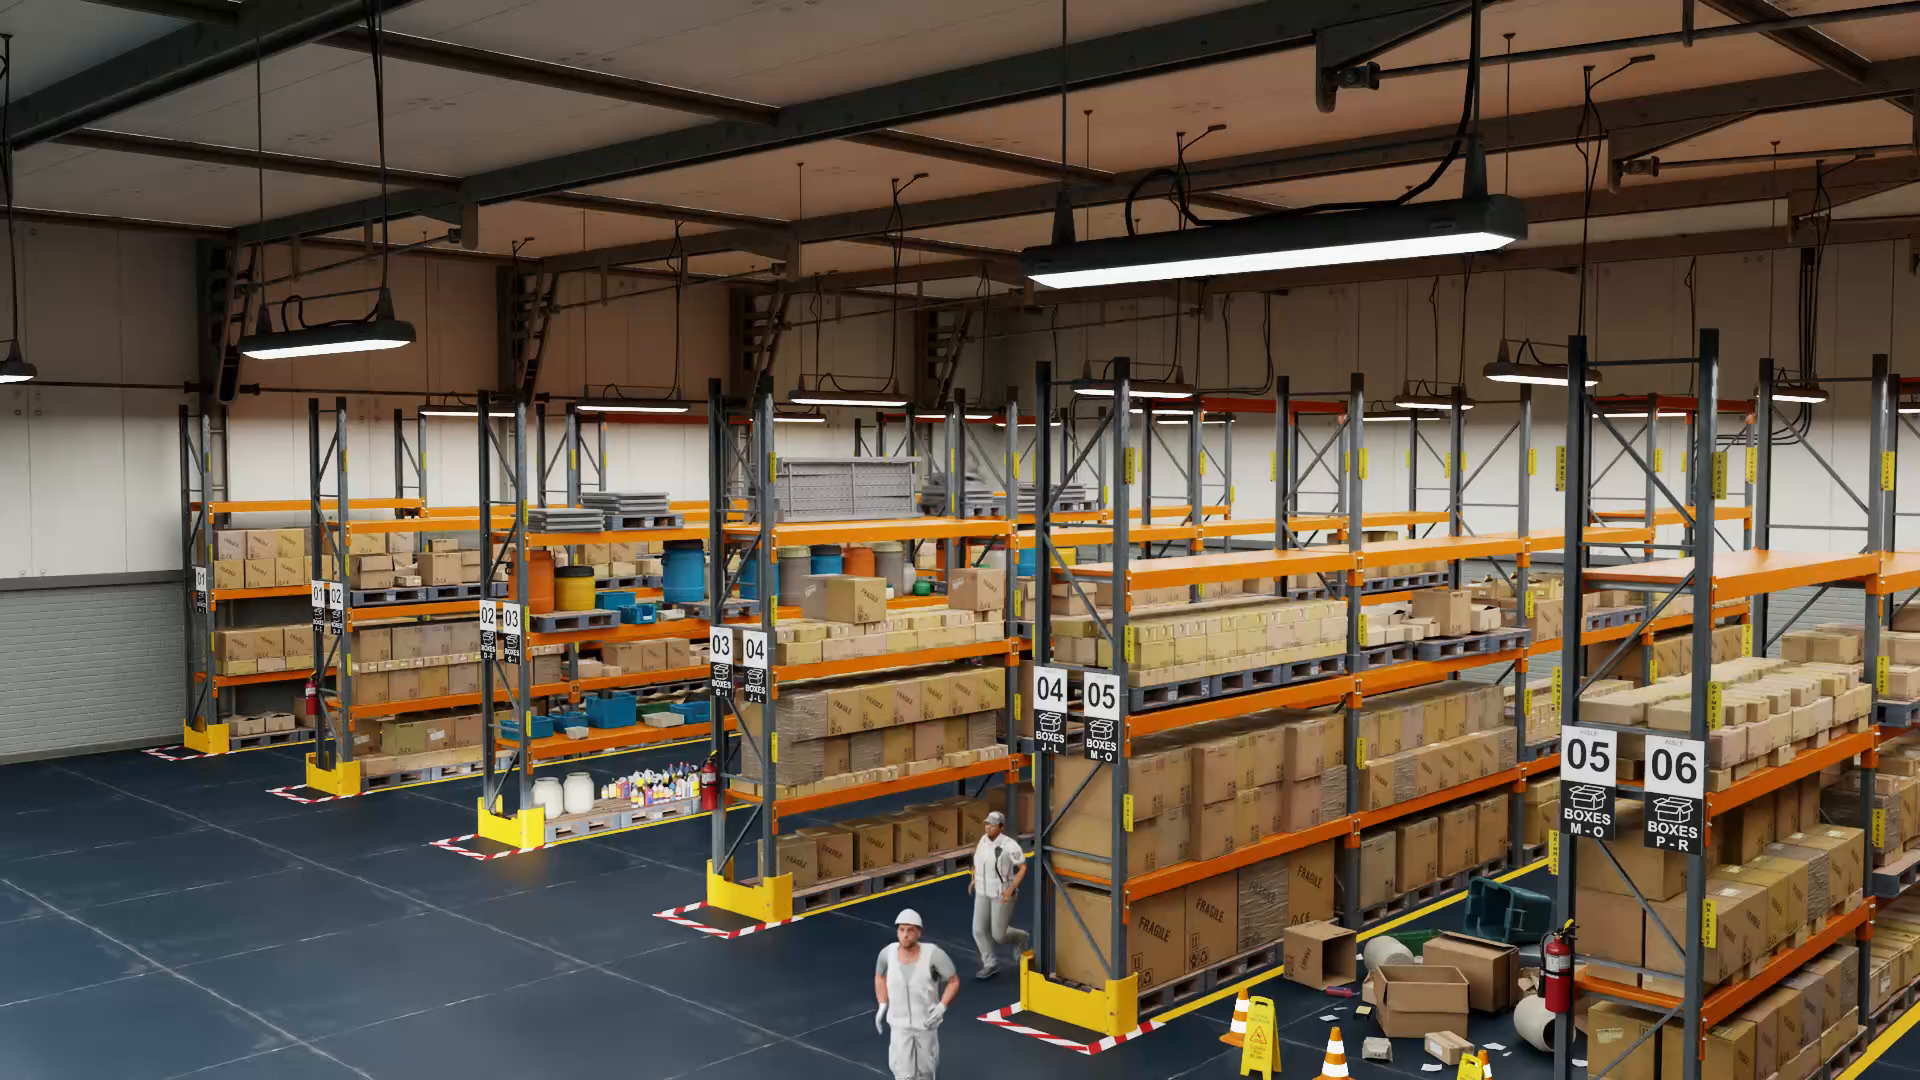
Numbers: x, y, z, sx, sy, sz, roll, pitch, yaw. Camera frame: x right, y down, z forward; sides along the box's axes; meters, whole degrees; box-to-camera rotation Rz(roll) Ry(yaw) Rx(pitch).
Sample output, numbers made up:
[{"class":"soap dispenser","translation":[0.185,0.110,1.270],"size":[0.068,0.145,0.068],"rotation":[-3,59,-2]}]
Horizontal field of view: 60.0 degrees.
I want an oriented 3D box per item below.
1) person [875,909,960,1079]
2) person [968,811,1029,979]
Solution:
[{"class":"person","translation":[-0.325,3.603,12.374],"size":[0.652,1.779,0.907],"rotation":[0,3,6]},{"class":"person","translation":[0.391,3.484,16.473],"size":[0.646,1.622,0.630],"rotation":[2,4,37]}]
